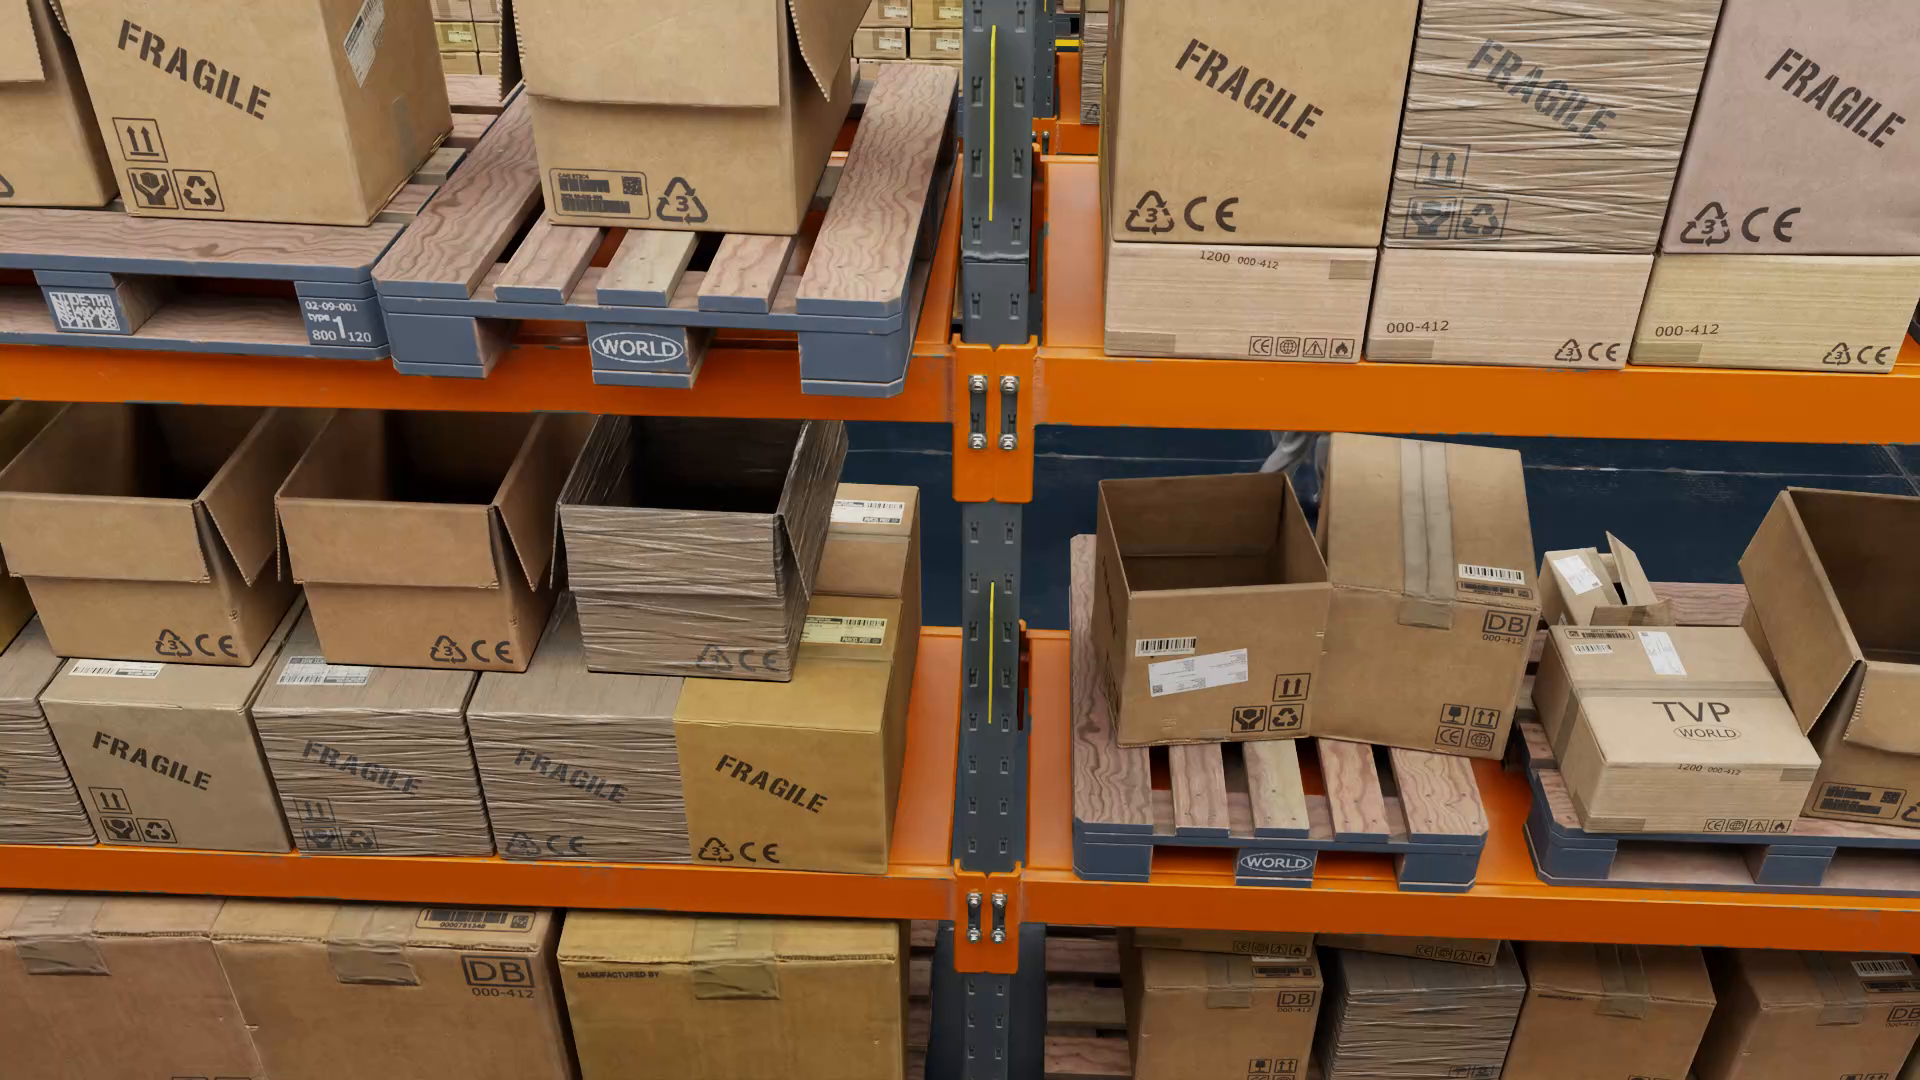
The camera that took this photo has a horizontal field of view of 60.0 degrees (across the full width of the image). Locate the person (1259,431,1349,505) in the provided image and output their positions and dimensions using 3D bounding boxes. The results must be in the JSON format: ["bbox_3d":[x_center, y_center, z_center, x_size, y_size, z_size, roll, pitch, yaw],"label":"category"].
[{"bbox_3d":[1.581,-0.725,7.149,0.617,1.750,0.525,-5,36,-7],"label":"person"}]
